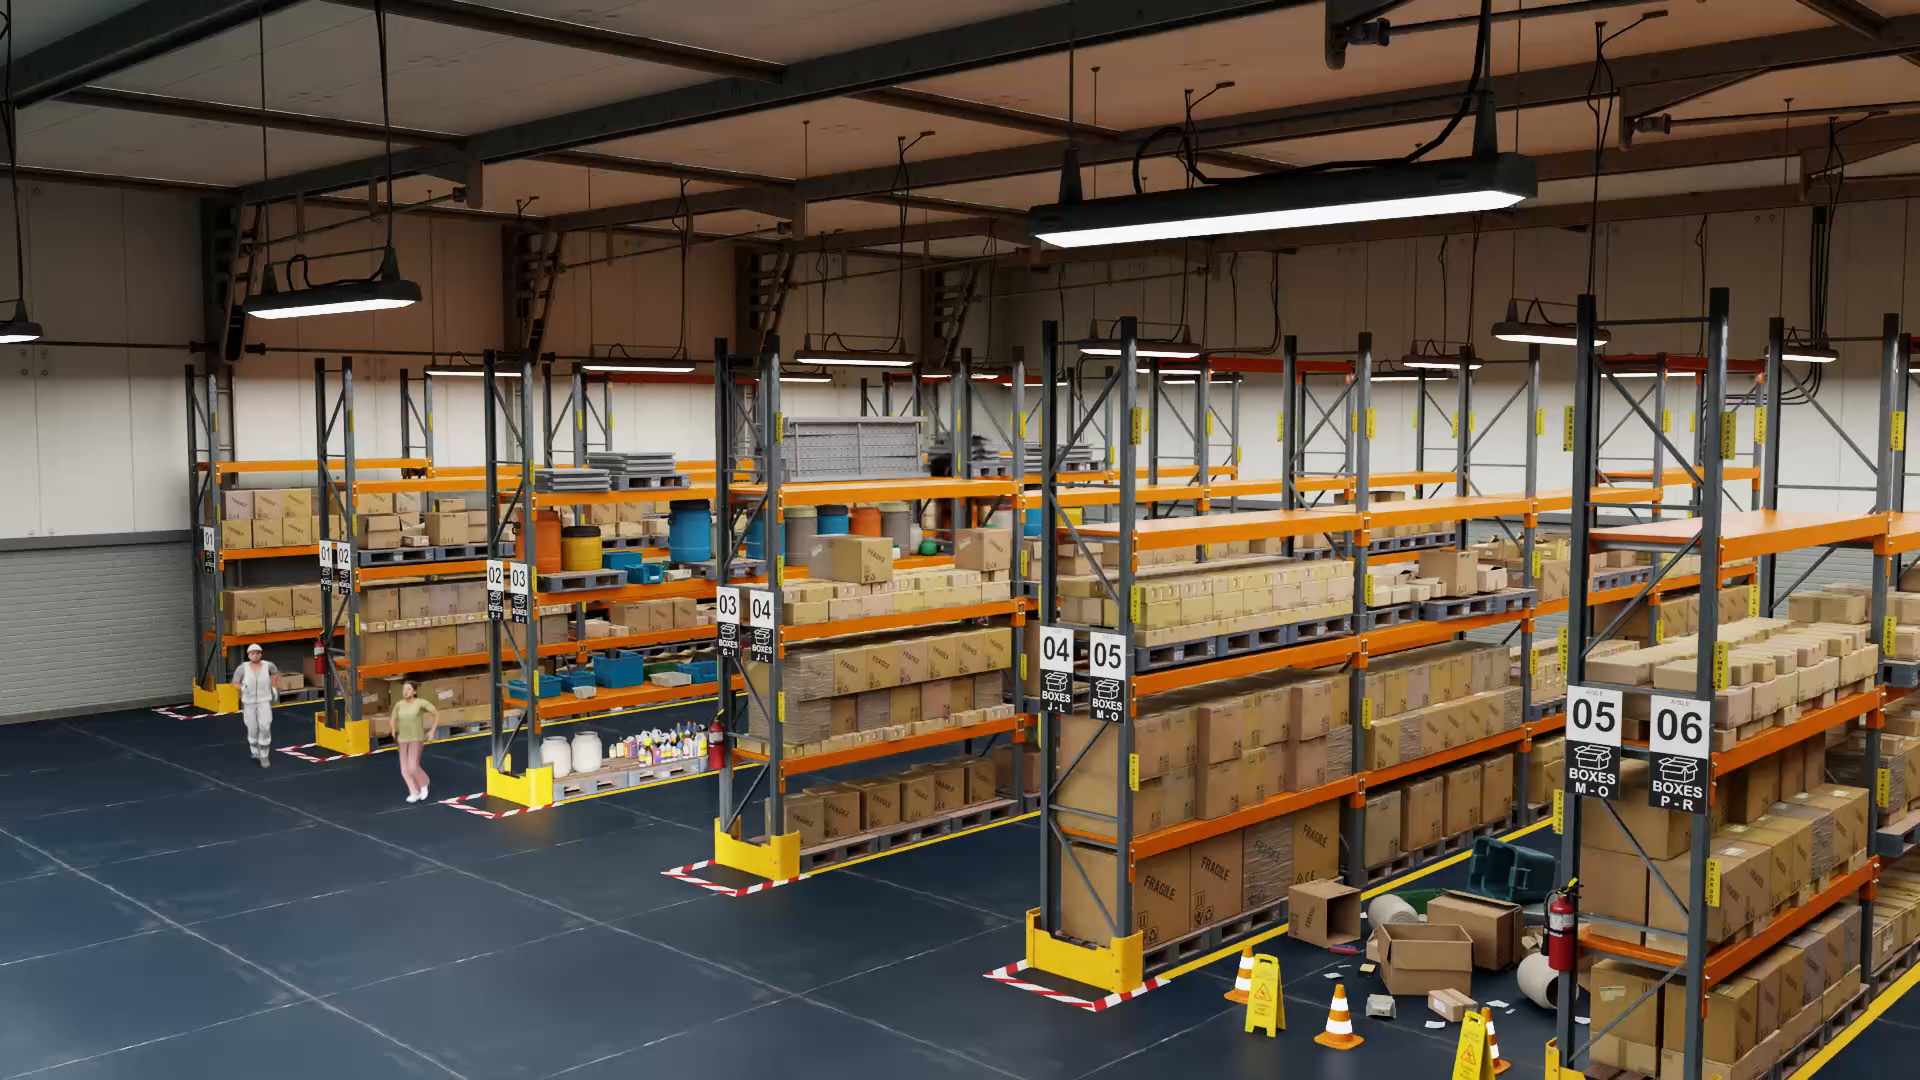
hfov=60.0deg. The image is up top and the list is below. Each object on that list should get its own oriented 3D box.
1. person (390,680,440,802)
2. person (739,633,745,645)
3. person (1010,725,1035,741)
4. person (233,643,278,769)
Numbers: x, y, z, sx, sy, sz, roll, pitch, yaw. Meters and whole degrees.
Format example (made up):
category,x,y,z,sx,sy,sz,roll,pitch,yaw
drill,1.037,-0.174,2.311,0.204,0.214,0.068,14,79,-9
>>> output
category,x,y,z,sx,sy,sz,roll,pitch,yaw
person,-7.232,2.660,21.924,0.616,1.629,0.552,1,4,7
person,-4.522,1.699,34.145,0.702,1.734,1.025,4,6,44
person,0.833,2.410,24.989,0.673,1.719,0.720,4,6,42
person,-10.296,2.414,24.319,0.589,1.831,0.835,-2,5,-19
